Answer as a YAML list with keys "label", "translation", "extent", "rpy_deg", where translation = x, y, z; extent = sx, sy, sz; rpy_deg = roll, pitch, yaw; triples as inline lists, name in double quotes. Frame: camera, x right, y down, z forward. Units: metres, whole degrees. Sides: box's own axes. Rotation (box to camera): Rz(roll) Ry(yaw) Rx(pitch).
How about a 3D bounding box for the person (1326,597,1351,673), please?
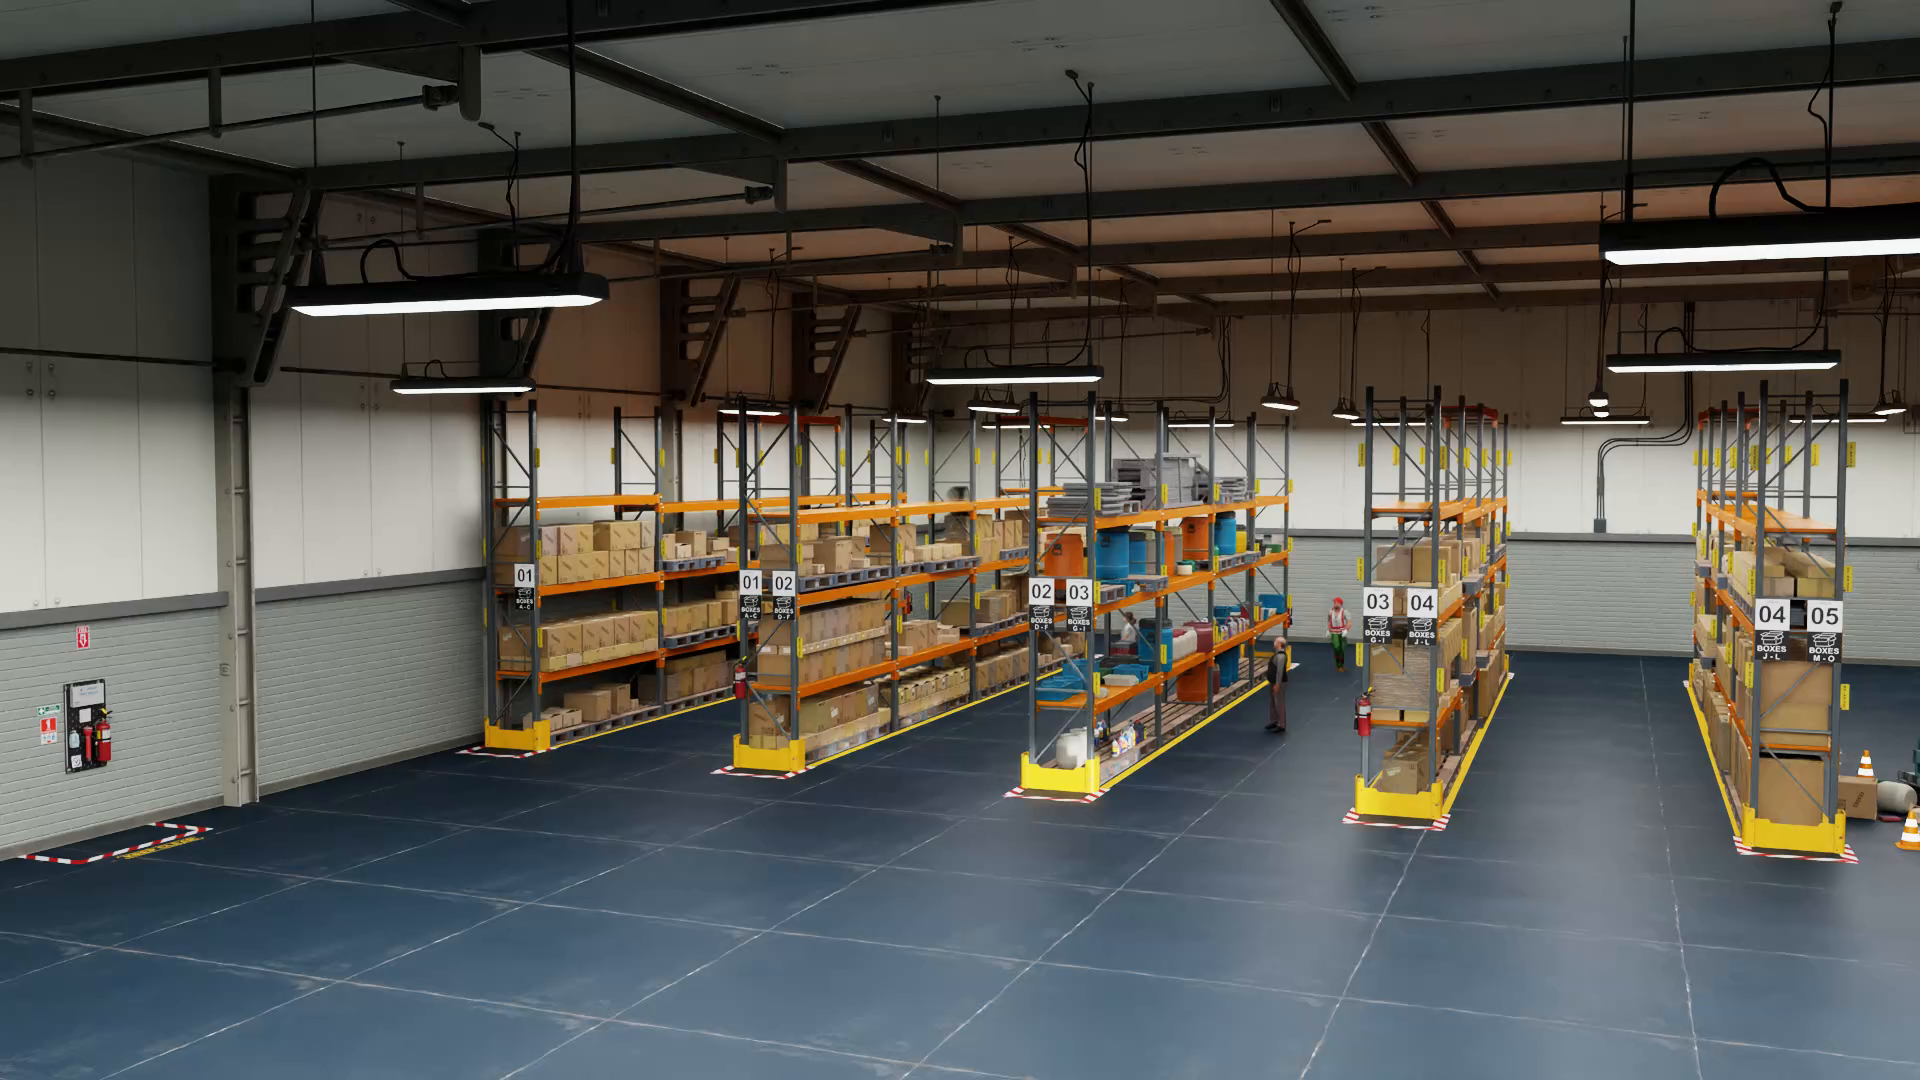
- label: "person"
  translation: [8.876, 2.224, 38.966]
  extent: [0.534, 1.778, 0.806]
  rpy_deg: [0, 3, 4]

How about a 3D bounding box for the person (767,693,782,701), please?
- label: "person"
  translation: [-3.696, 2.593, 33.080]
  extent: [0.375, 1.642, 0.433]
  rpy_deg: [2, 4, 37]

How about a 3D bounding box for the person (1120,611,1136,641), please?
- label: "person"
  translation: [3.614, 2.383, 35.953]
  extent: [0.382, 1.684, 0.453]
  rpy_deg: [1, 3, 27]

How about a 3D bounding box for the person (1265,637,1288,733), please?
- label: "person"
  translation: [5.814, 2.633, 30.437]
  extent: [0.403, 1.726, 0.568]
  rpy_deg: [0, 3, -9]
